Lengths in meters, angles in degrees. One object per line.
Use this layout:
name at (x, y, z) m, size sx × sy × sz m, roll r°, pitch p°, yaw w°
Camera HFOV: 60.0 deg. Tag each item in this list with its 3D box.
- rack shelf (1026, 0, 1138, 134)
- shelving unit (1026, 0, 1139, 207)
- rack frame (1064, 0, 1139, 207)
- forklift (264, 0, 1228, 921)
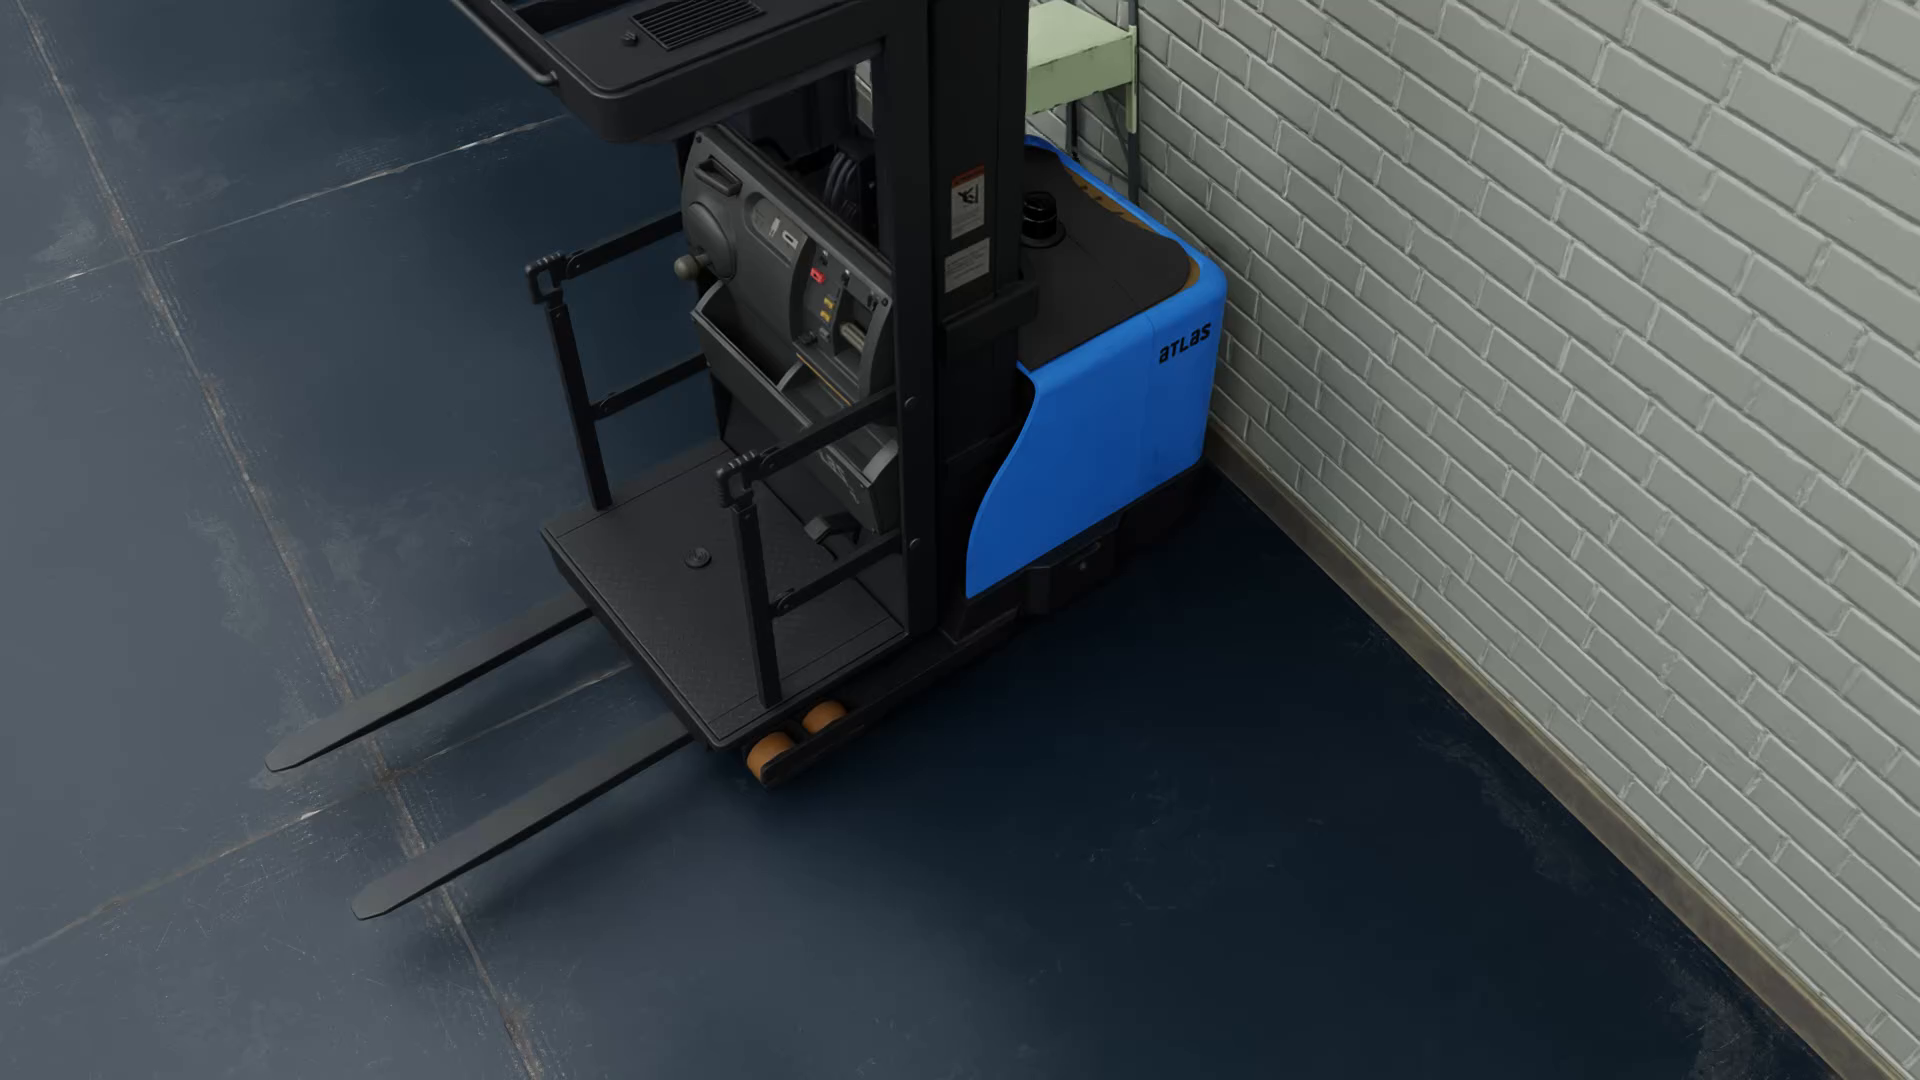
rack shelf at (0.166, -1.475, 5.453) m, size 0.720 × 0.370 × 0.431 m, roll -24°, pitch 43°, yaw -22°
shelving unit at (0.190, -1.173, 5.699) m, size 0.755 × 1.500 × 0.431 m, roll -24°, pitch 43°, yaw -22°
rack frame at (0.498, -1.312, 5.838) m, size 0.023 × 1.500 × 0.400 m, roll -24°, pitch 43°, yaw -22°
forklift at (-0.644, -0.678, 4.392) m, size 3.031 × 2.935 × 1.130 m, roll -30°, pitch 55°, yaw -24°
